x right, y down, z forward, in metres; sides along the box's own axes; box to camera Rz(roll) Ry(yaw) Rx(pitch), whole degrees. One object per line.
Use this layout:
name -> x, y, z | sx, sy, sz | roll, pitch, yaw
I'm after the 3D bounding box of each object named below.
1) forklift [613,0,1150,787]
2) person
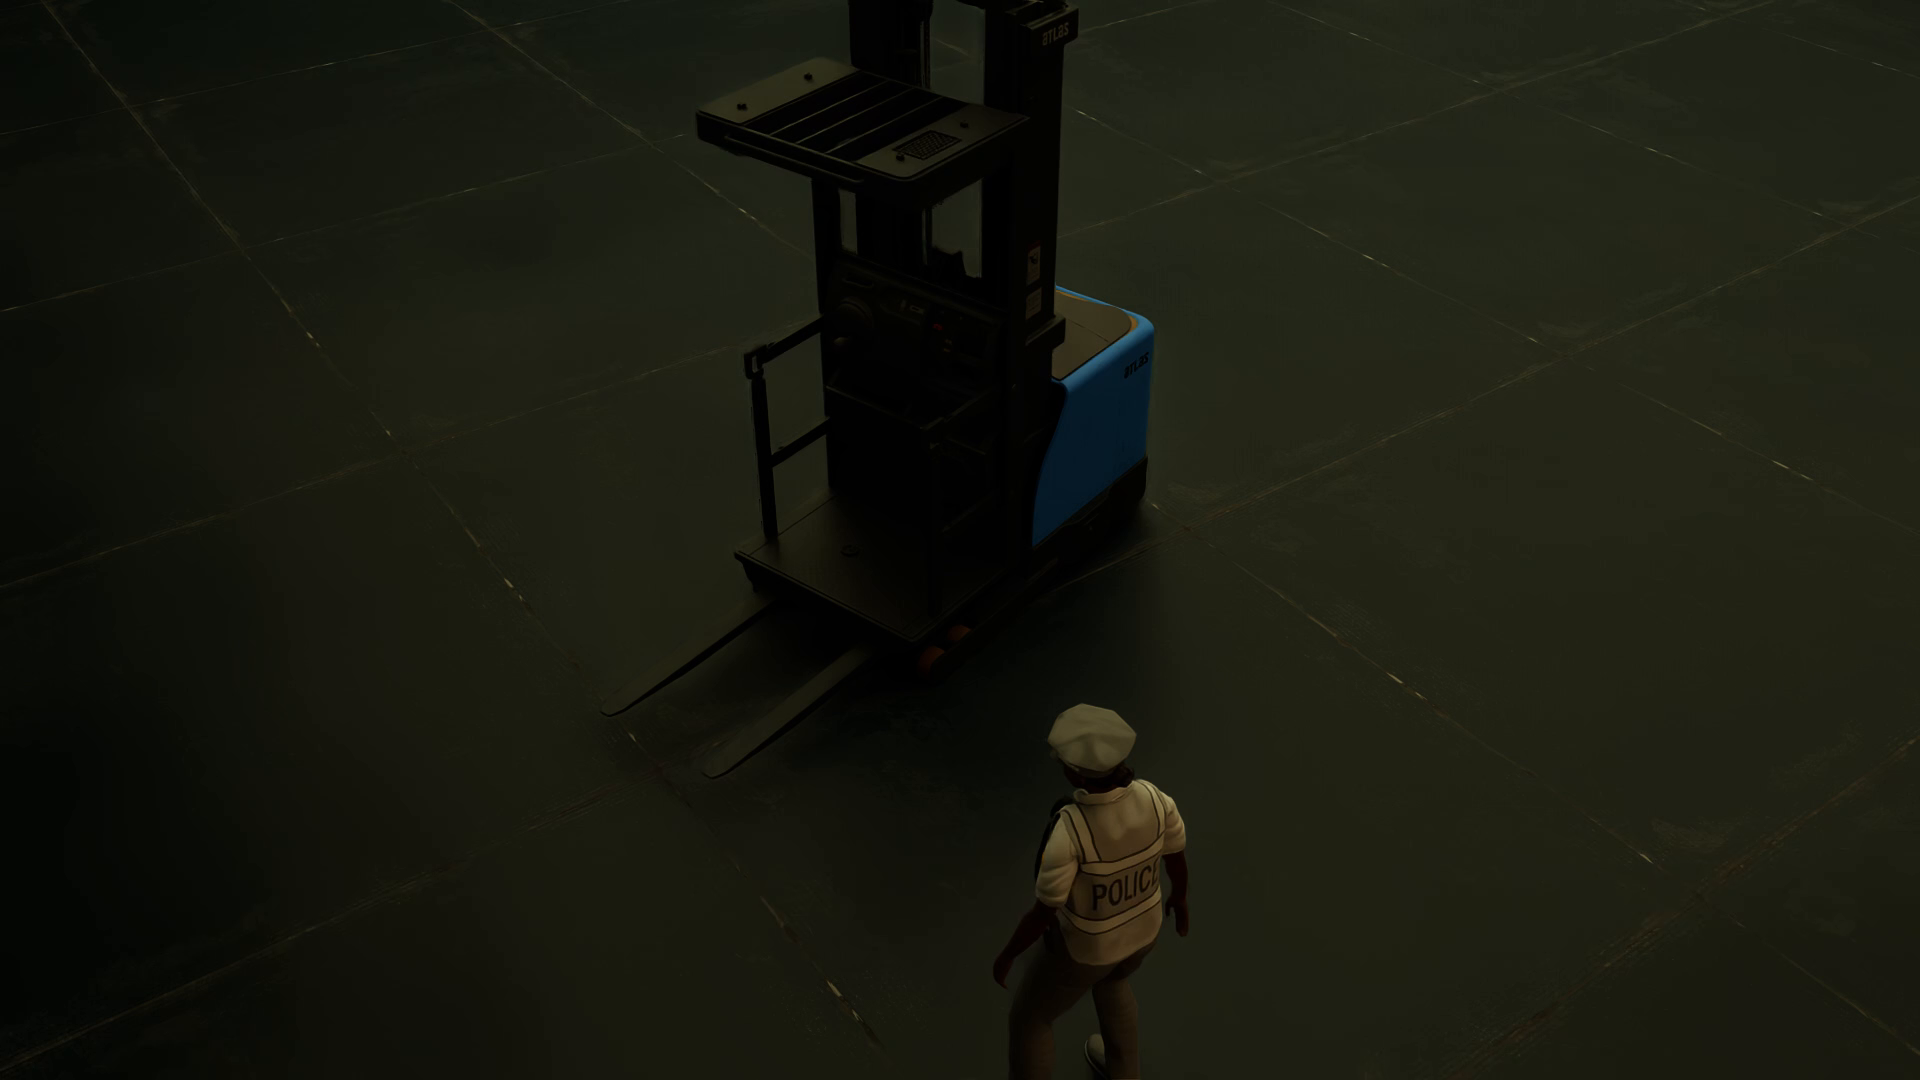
forklift -> -0.319, -0.855, 7.102 | 1.130, 2.935, 3.031 | 23, 42, 28
person -> 0.412, 1.251, 5.348 | 0.732, 1.635, 0.377 | -23, 42, -28
